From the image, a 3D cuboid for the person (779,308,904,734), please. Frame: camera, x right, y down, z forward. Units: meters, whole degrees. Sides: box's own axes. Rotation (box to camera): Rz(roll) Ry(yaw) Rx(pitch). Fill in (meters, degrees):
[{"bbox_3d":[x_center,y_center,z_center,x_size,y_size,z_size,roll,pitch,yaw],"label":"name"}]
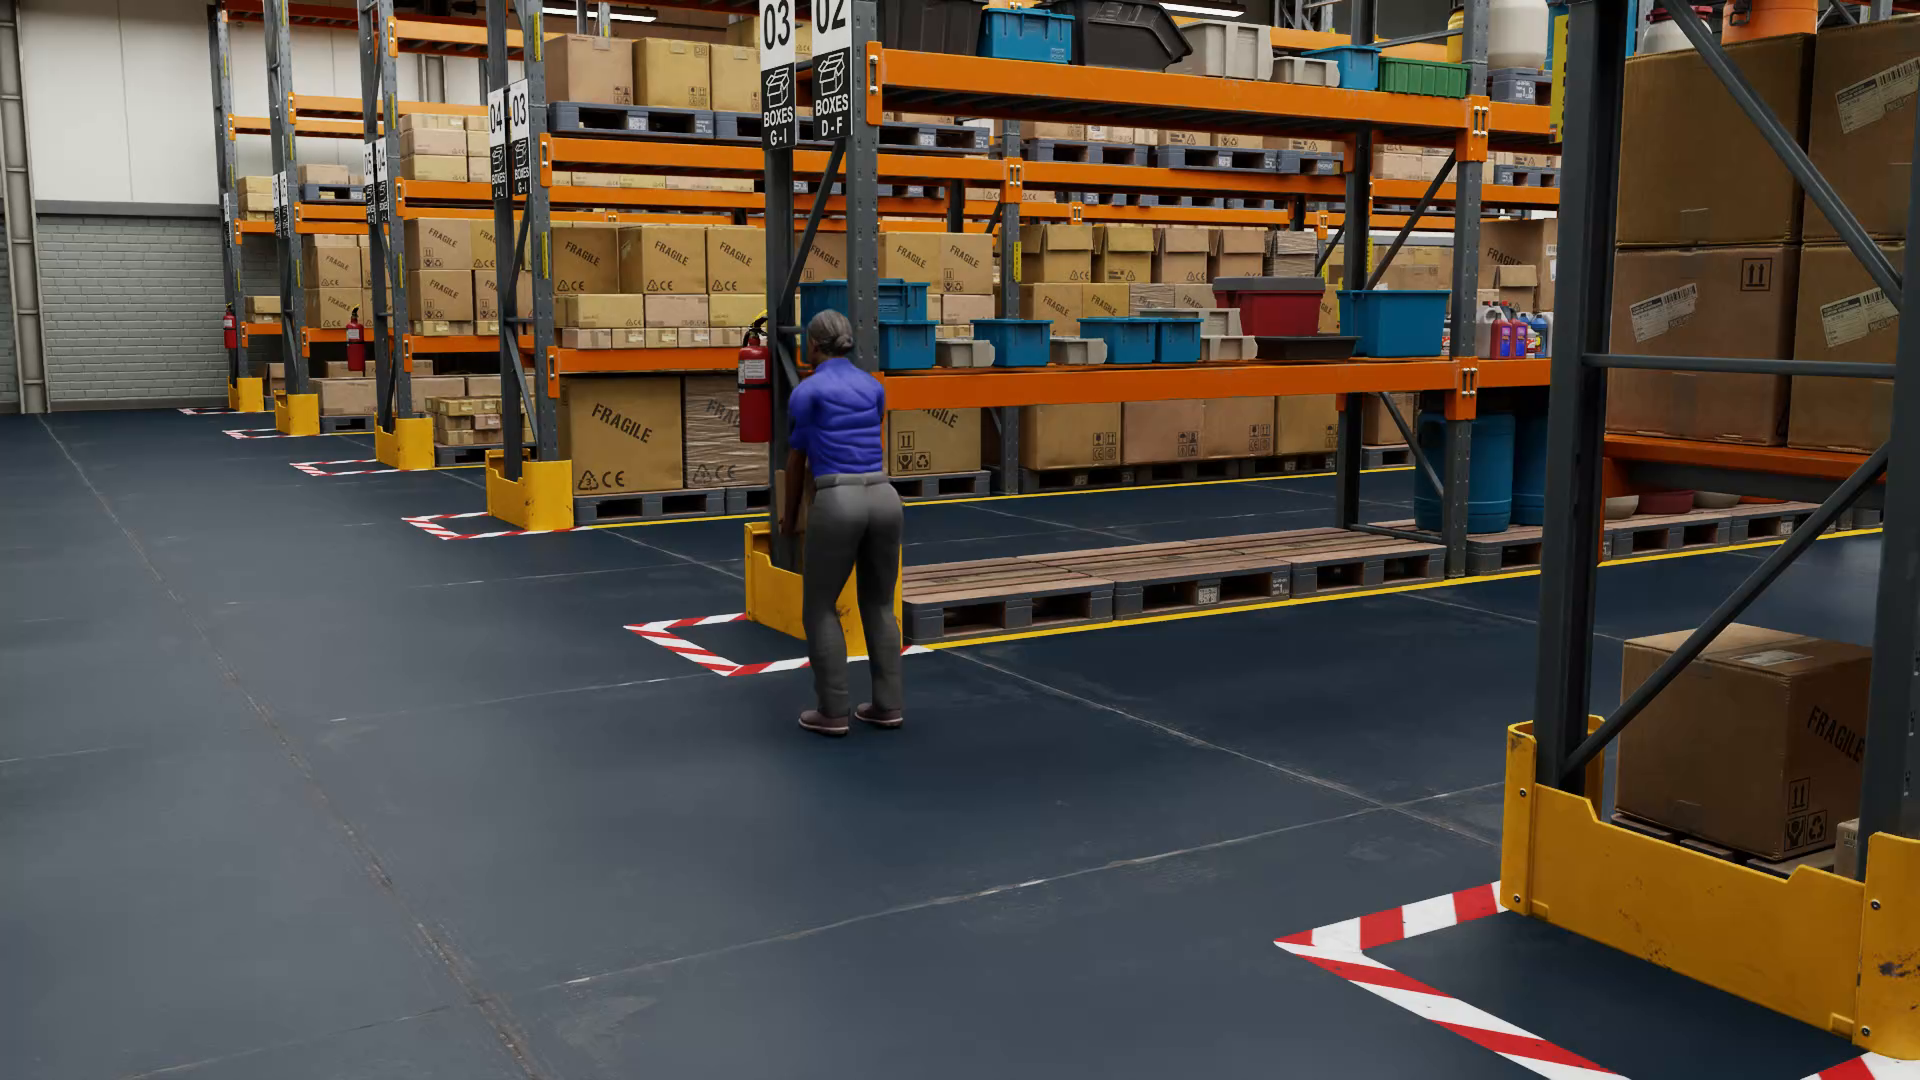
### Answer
[{"bbox_3d":[-0.478,-0.080,6.506,0.410,1.637,0.538,-5,10,-32],"label":"person"}]
